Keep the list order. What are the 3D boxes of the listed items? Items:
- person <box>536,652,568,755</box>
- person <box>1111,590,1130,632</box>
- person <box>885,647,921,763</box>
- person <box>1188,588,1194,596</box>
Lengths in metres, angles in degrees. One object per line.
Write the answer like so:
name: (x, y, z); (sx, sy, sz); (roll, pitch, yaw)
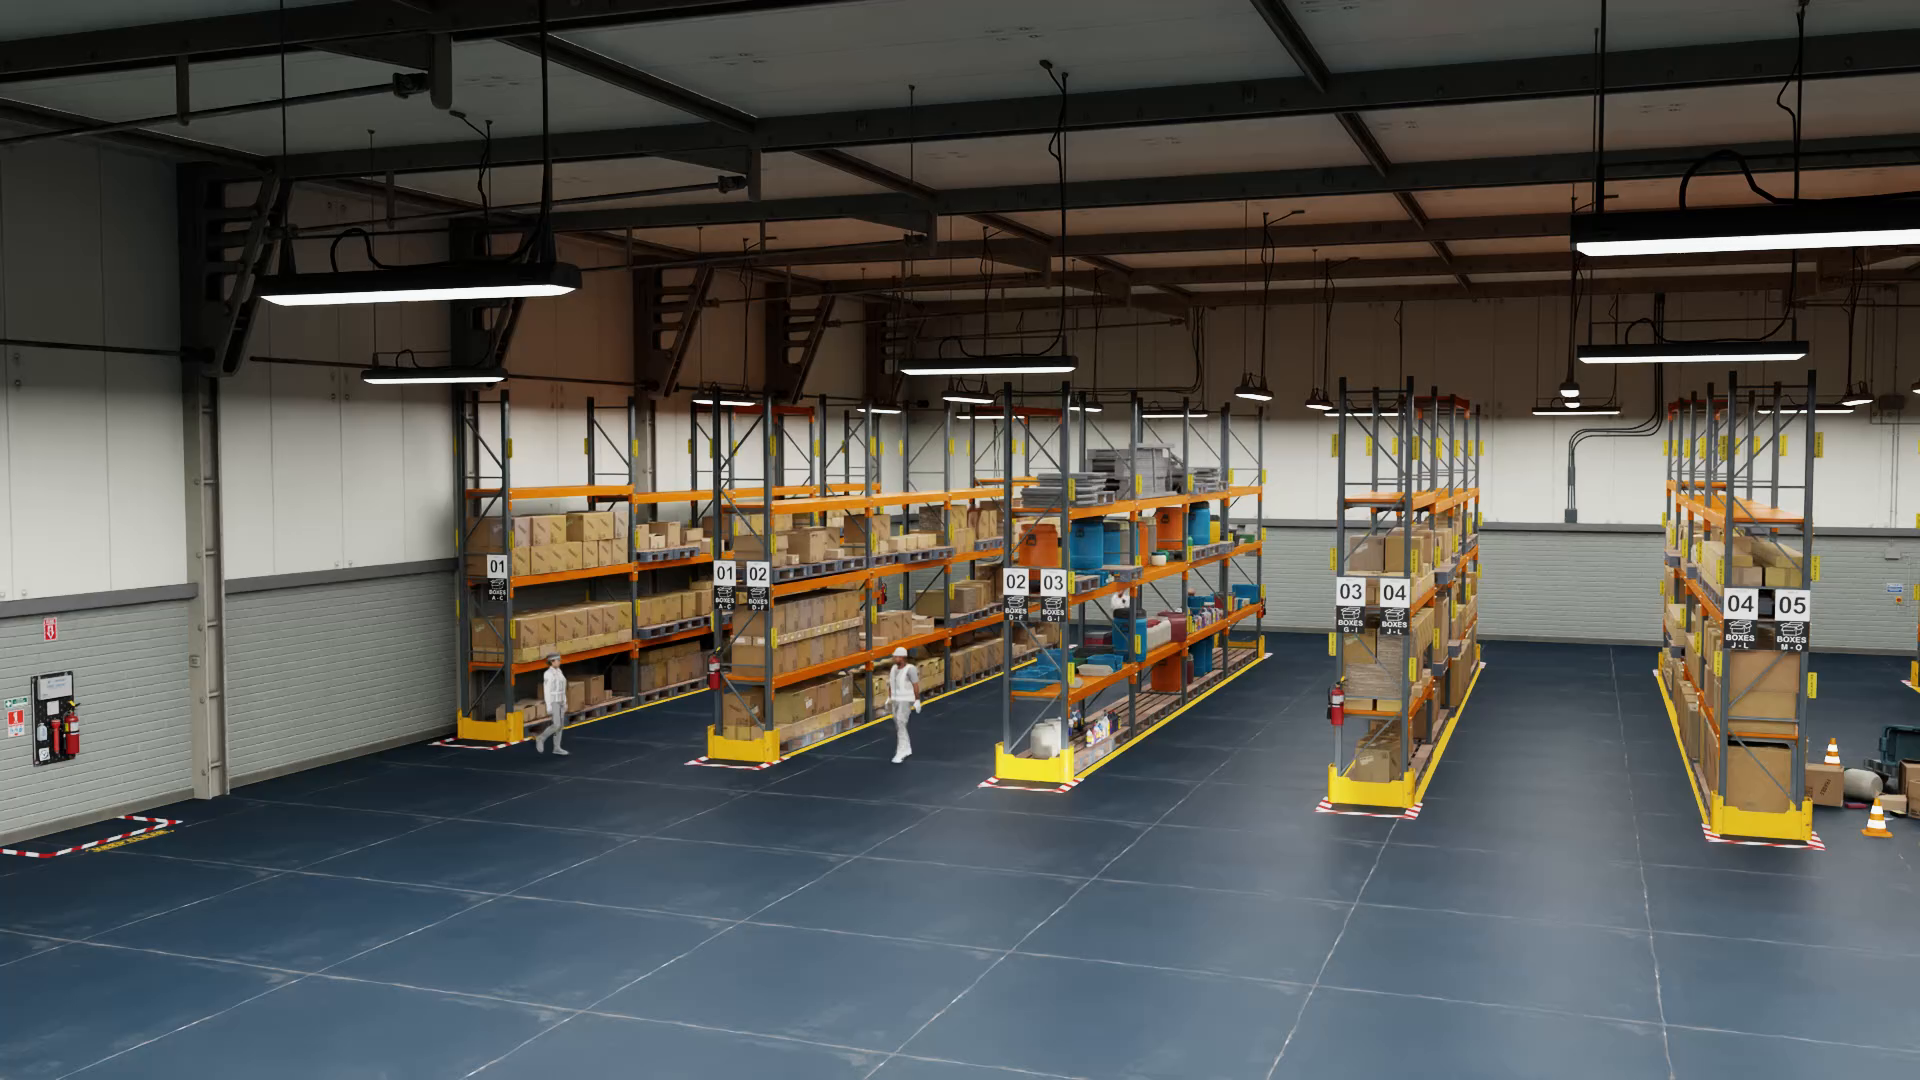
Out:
person: (-6.624, 2.653, 27.066); (0.501, 1.678, 0.502); (1, 3, 18)
person: (3.901, 1.915, 40.236); (0.521, 1.707, 1.102); (1, 3, 10)
person: (-1.008, 2.633, 26.864); (0.641, 1.788, 0.645); (-3, 4, -40)
person: (5.405, 1.997, 39.056); (0.568, 1.732, 0.399); (-2, 4, -30)
